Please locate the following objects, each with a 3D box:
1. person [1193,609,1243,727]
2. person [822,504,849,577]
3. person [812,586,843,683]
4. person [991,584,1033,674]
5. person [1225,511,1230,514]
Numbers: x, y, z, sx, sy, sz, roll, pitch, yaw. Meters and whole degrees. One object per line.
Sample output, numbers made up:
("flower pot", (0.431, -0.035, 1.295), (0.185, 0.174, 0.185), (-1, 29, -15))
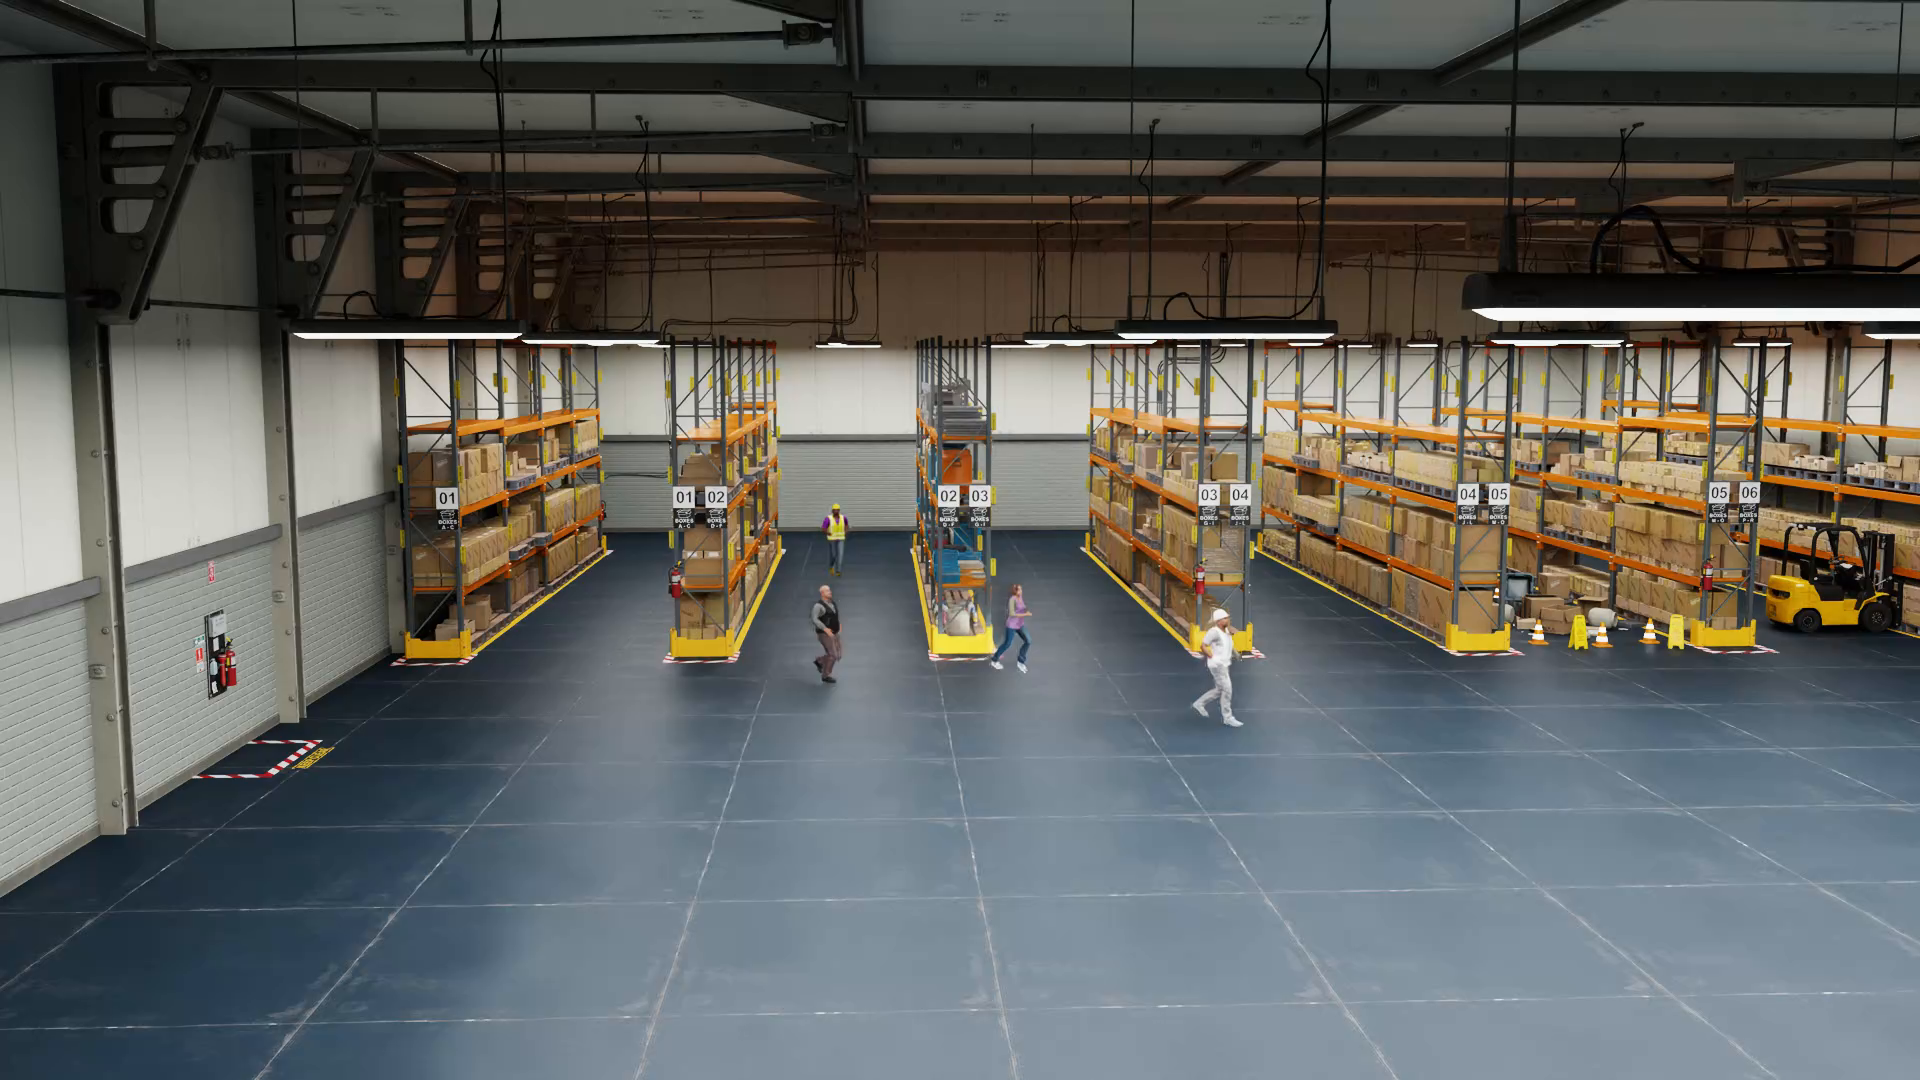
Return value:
("person", (3.959, 1.946, 25.522), (0.837, 1.783, 0.688), (3, 7, 25))
("person", (-2.980, 0.009, 40.227), (0.702, 1.755, 0.875), (-2, 7, -16))
("person", (-2.321, 1.623, 28.846), (0.540, 1.690, 0.663), (4, 7, 29))
("person", (0.964, 1.569, 29.646), (0.828, 1.620, 0.549), (4, 8, 32))
("person", (7.419, -0.454, 46.884), (0.734, 1.724, 0.574), (2, 7, 16))
